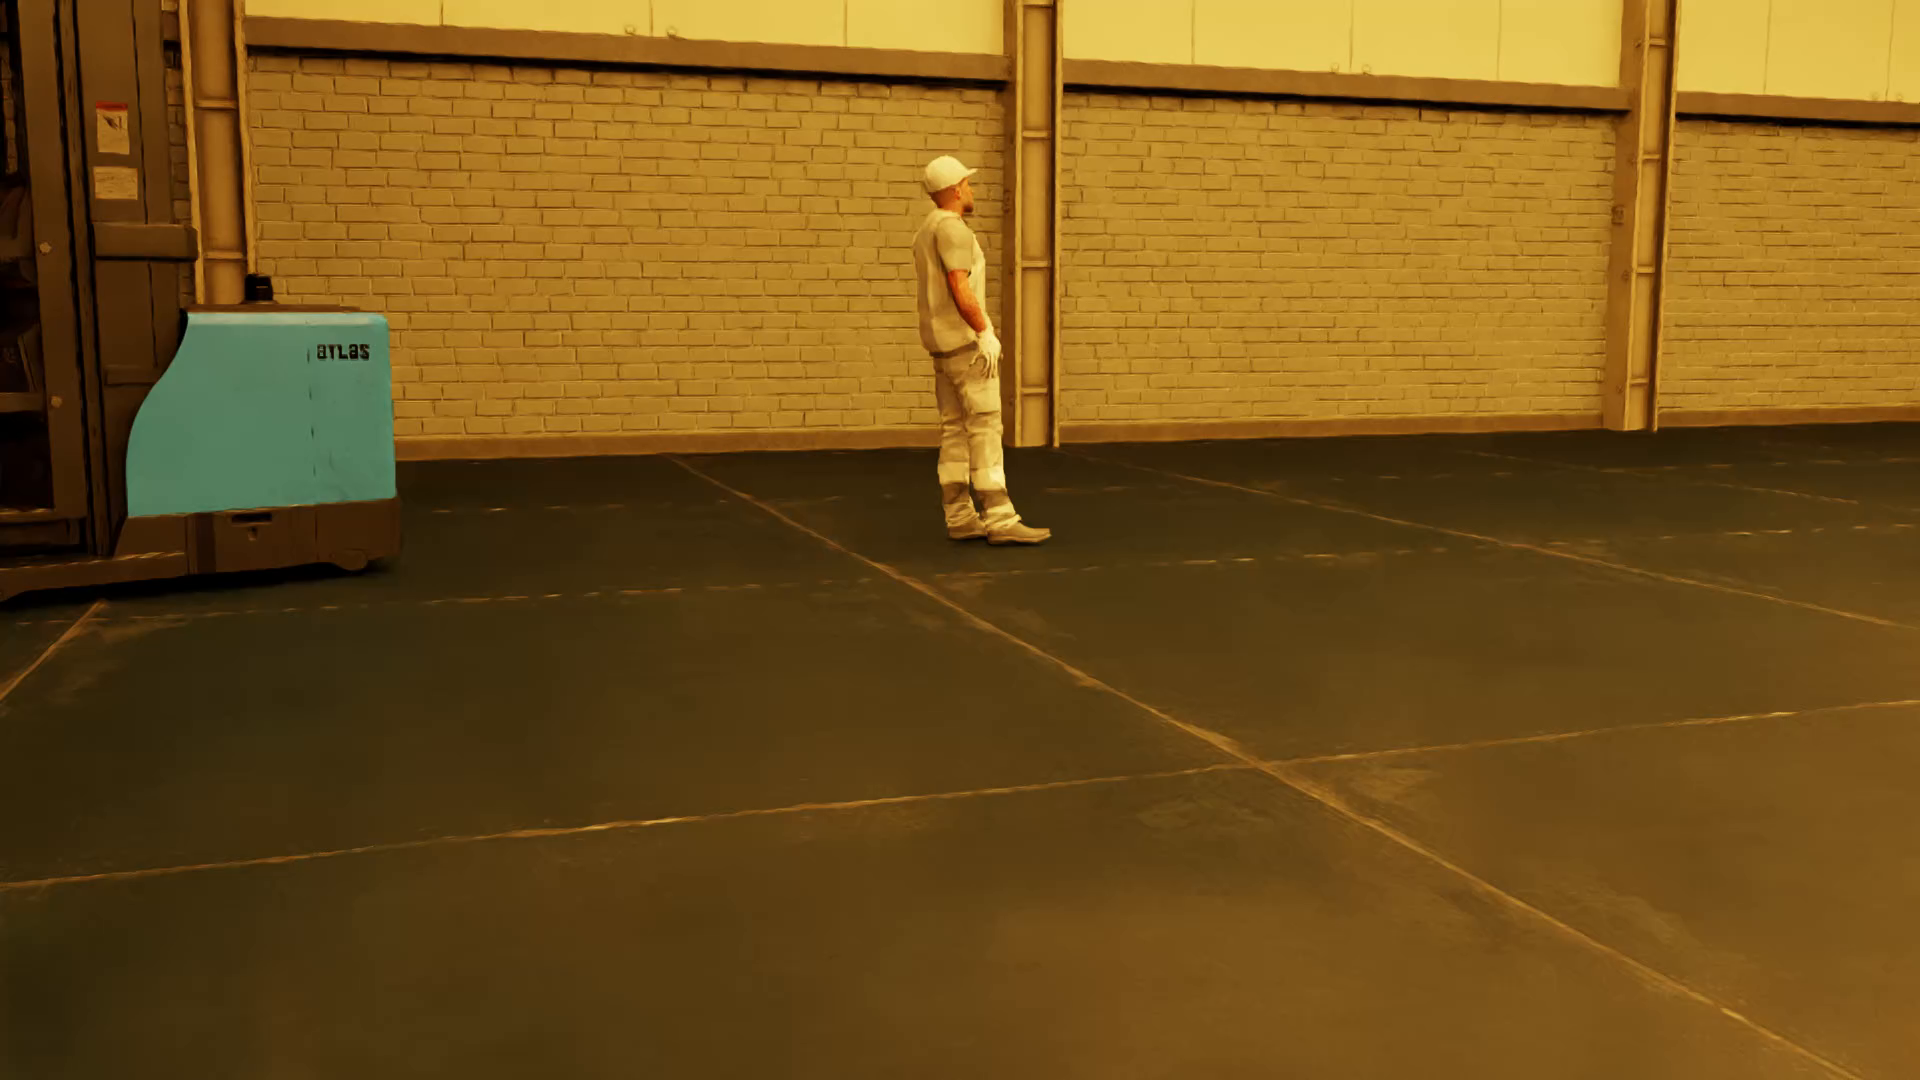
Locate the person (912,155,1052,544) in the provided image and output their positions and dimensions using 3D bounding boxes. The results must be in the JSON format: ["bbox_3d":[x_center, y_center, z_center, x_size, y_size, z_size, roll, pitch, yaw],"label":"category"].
[{"bbox_3d":[0.080,-0.895,7.817,0.563,1.787,0.637,-3,8,-18],"label":"person"}]

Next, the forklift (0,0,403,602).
[{"bbox_3d":[-3.803,-1.248,6.221,3.031,2.935,1.130,-6,10,-38],"label":"forklift"}]
